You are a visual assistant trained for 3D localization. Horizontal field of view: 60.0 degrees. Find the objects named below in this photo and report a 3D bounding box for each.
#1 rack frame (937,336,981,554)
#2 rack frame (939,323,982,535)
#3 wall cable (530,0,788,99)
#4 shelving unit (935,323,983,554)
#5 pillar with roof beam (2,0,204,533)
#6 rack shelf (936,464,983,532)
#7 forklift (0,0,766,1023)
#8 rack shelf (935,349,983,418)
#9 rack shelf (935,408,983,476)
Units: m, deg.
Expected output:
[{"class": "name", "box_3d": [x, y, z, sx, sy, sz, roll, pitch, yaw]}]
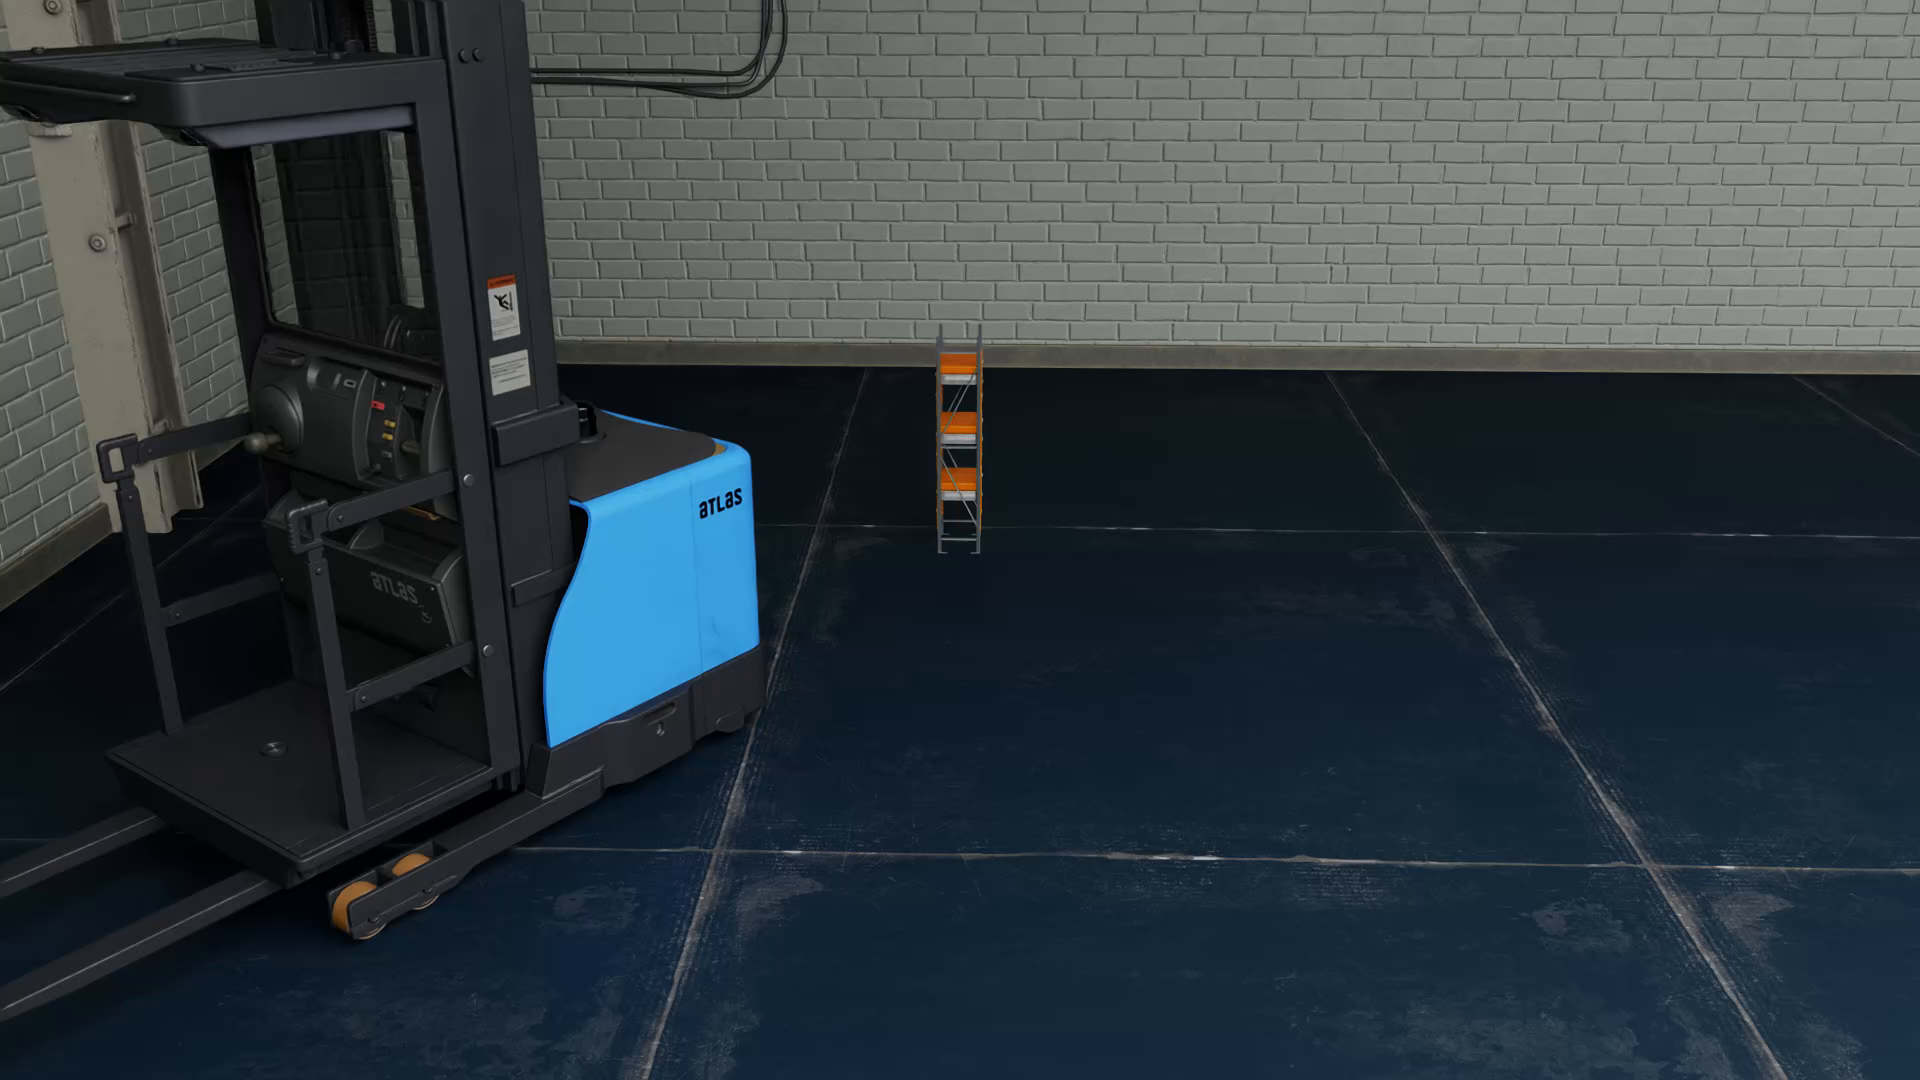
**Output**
[{"class": "rack frame", "box_3d": [-0.005, -0.426, 7.675, 0.200, 1.050, 0.008, 1, 21, 2]}, {"class": "rack frame", "box_3d": [0.002, -0.514, 7.903, 0.200, 1.050, 0.008, 1, 21, 2]}, {"class": "wall cable", "box_3d": [-2.605, -3.906, 9.949, 3.097, 2.526, 0.112, 1, 21, 2]}, {"class": "shelving unit", "box_3d": [-0.002, -0.470, 7.789, 0.215, 1.050, 0.252, 1, 21, 2]}, {"class": "pillar with roof beam", "box_3d": [0.287, -4.256, 6.558, 9.100, 9.000, 0.400, 1, 21, 2]}, {"class": "rack shelf", "box_3d": [-0.002, -0.201, 7.894, 0.215, 0.259, 0.240, 1, 21, 2]}, {"class": "forklift", "box_3d": [-2.014, -0.377, 4.948, 1.130, 2.935, 3.031, 15, 26, 34]}, {"class": "rack shelf", "box_3d": [-0.002, -0.725, 7.690, 0.215, 0.259, 0.240, 1, 21, 2]}, {"class": "rack shelf", "box_3d": [-0.002, -0.460, 7.793, 0.215, 0.259, 0.240, 1, 21, 2]}]
